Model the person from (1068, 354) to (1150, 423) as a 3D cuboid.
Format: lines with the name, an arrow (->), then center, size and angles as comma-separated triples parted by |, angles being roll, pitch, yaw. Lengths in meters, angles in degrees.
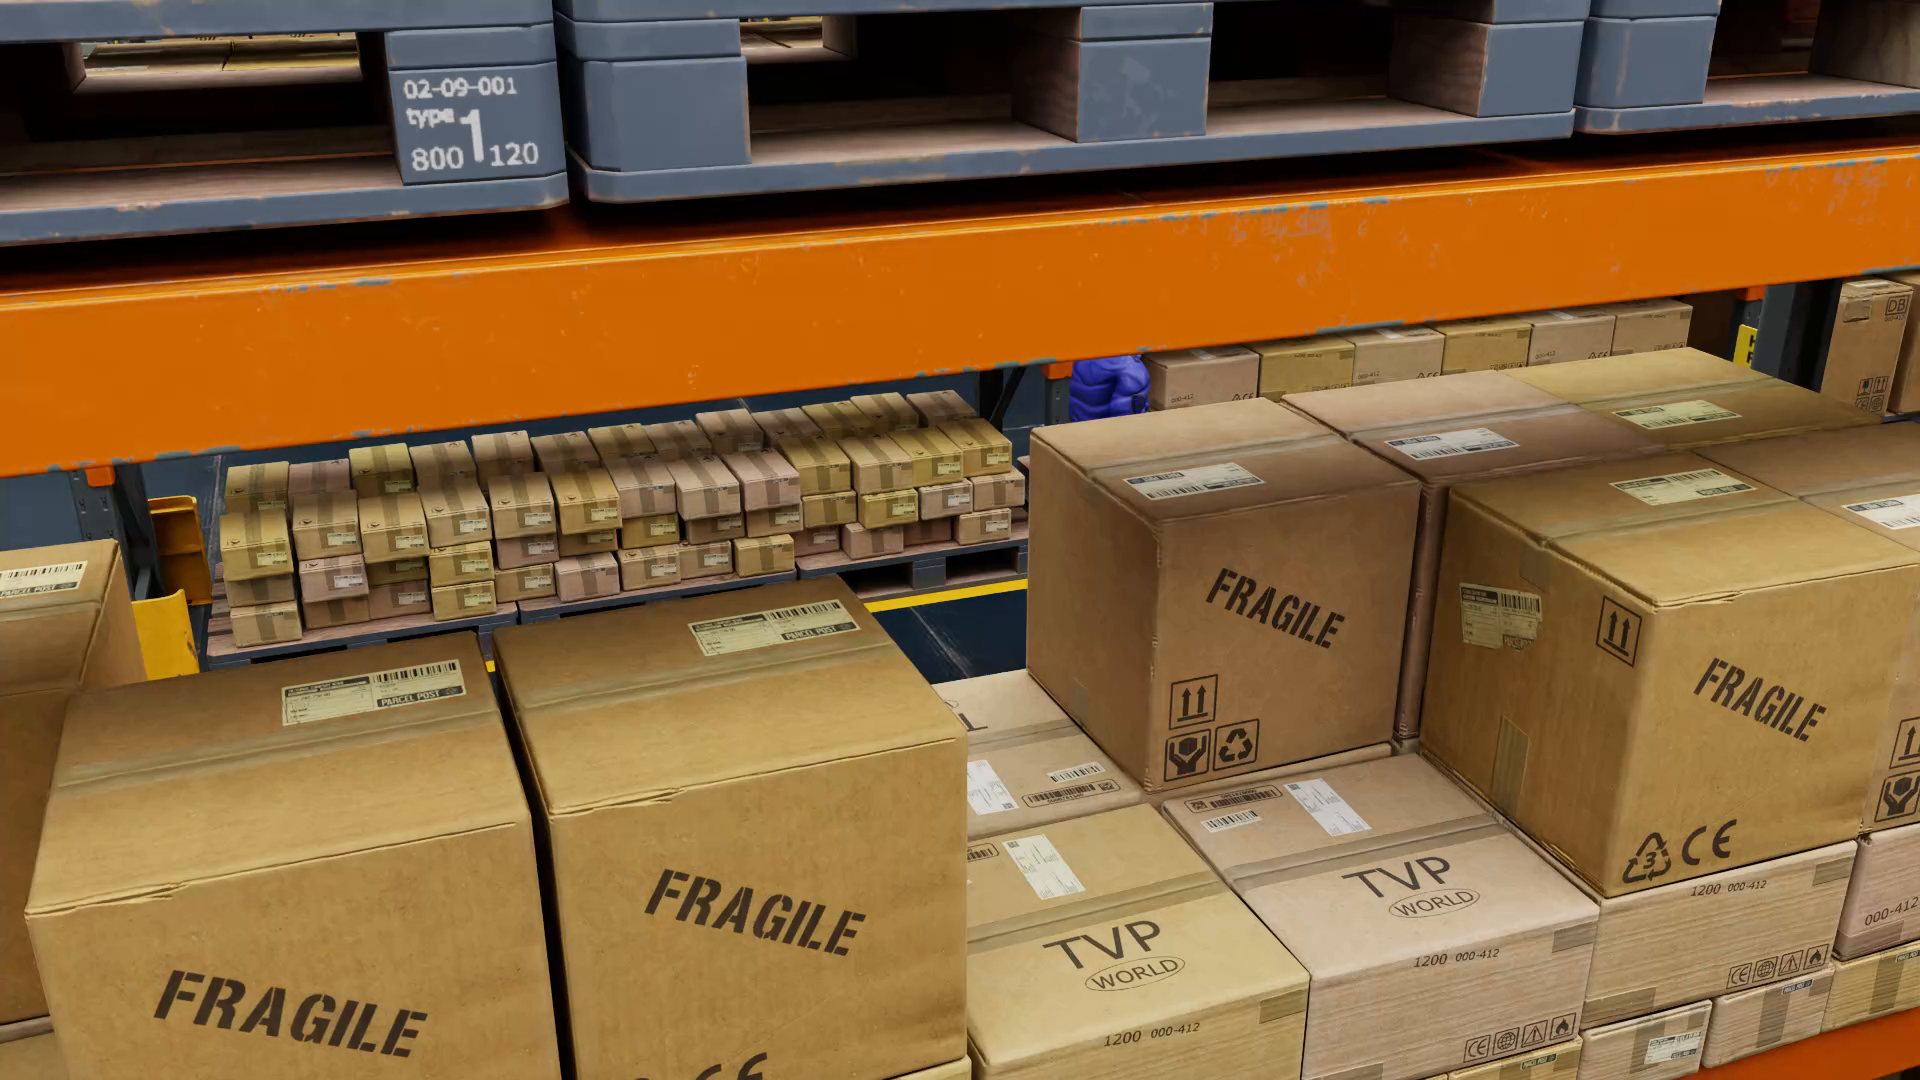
person -> 0.602, -0.209, 6.618 | 0.353, 1.639, 0.505 | -9, 24, -21
